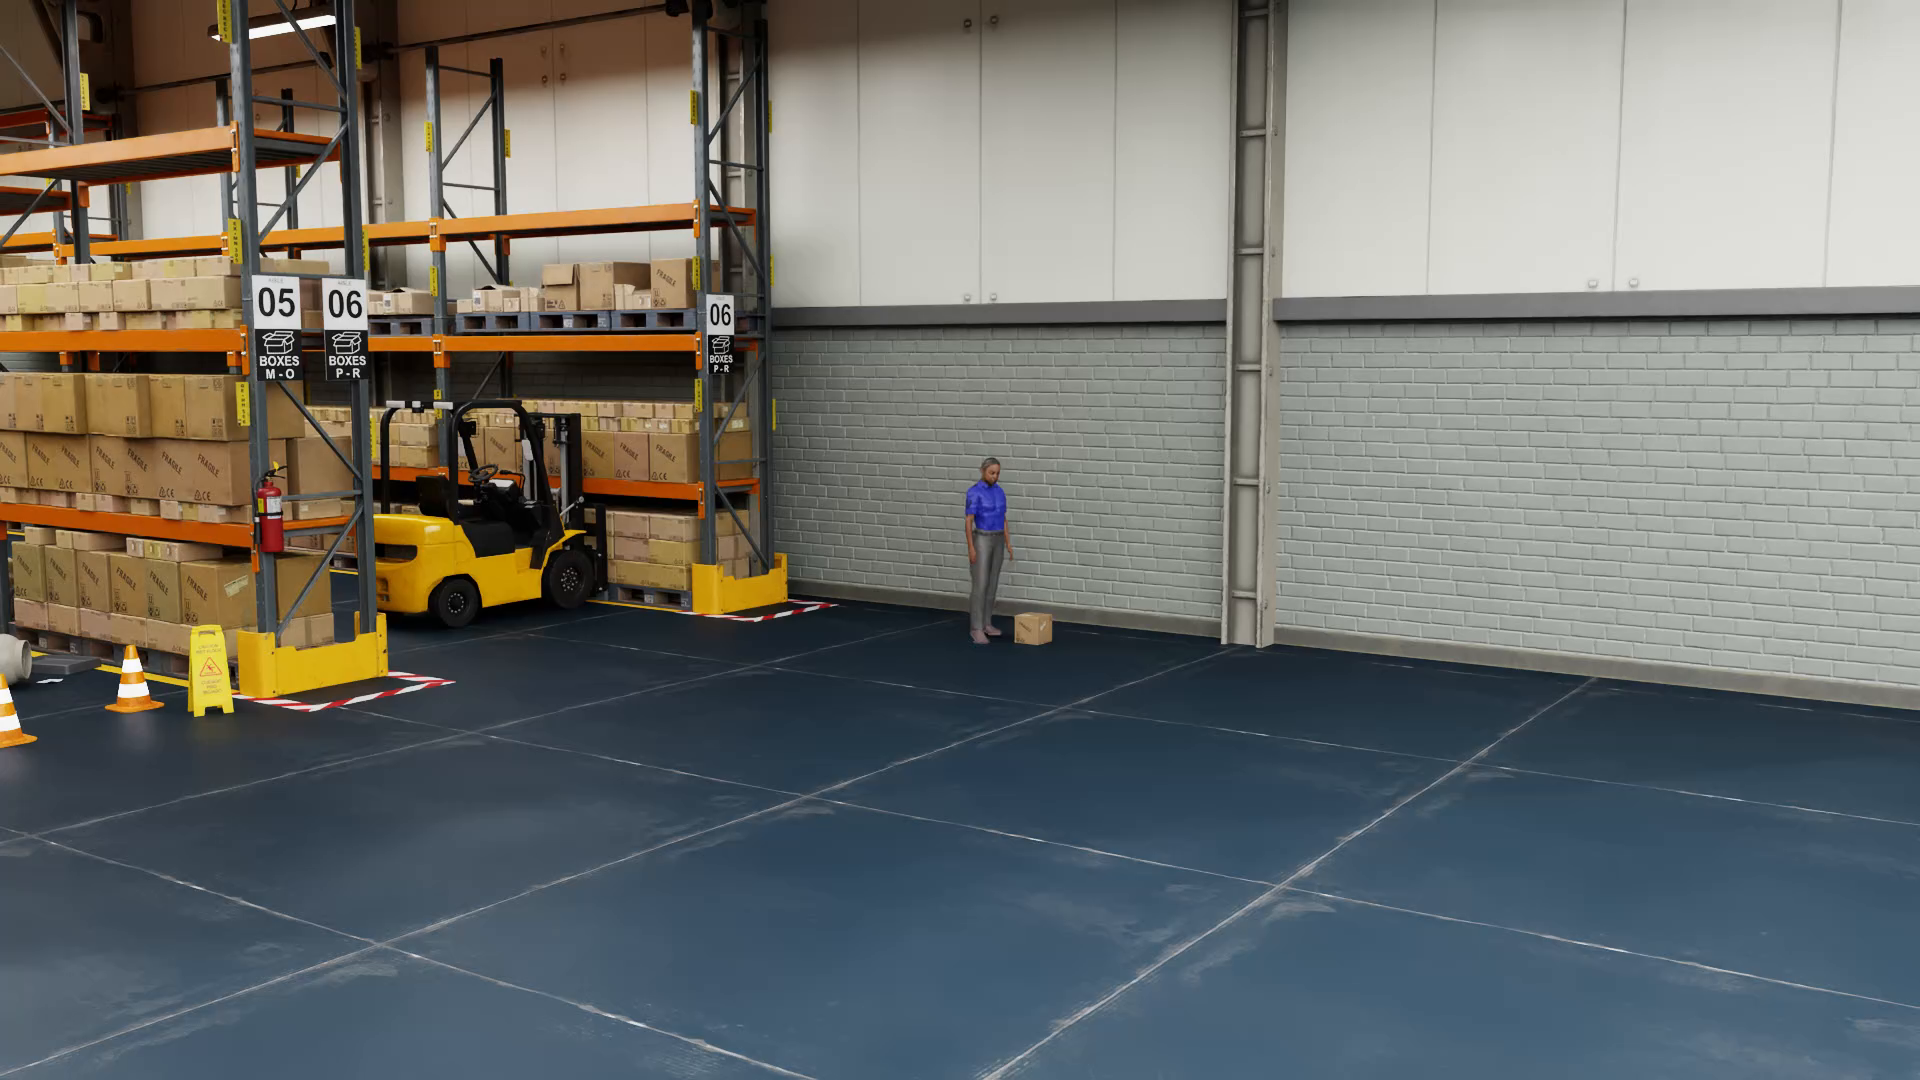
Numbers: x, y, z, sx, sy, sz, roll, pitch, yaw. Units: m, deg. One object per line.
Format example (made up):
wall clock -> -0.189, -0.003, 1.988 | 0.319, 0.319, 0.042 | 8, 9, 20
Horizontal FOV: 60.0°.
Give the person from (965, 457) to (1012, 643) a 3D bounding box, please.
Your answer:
person -> 0.262, 0.092, 15.293 | 0.481, 1.702, 0.465 | -6, 9, -44
